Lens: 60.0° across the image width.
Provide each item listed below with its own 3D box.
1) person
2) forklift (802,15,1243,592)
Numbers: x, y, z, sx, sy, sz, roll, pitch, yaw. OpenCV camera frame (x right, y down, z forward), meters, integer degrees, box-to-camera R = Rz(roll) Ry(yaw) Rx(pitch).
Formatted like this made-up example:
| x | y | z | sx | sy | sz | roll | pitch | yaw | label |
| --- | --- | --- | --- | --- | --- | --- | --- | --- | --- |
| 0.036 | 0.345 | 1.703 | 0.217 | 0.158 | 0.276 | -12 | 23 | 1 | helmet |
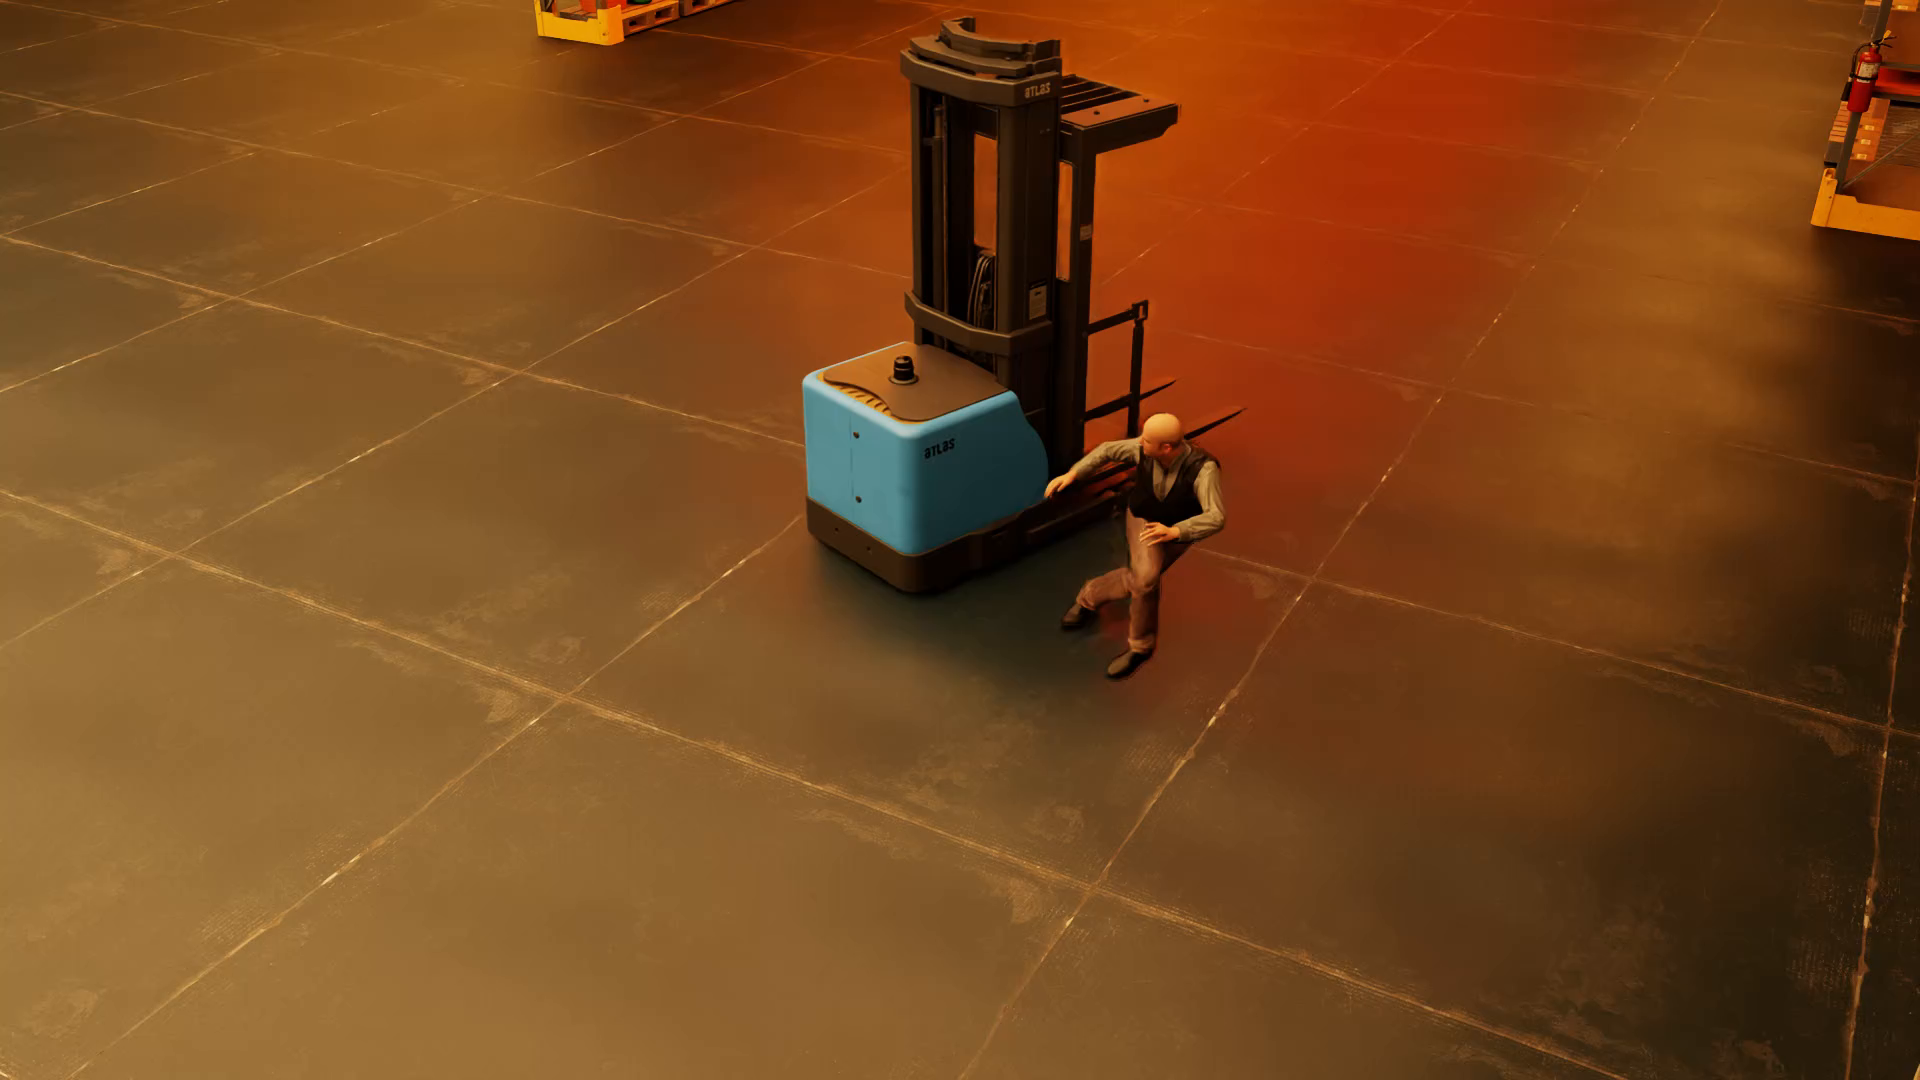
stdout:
| x | y | z | sx | sy | sz | roll | pitch | yaw | label |
| --- | --- | --- | --- | --- | --- | --- | --- | --- | --- |
| 0.884 | -0.009 | 8.514 | 0.960 | 1.476 | 0.928 | 8 | 31 | 13 | person |
| 0.527 | -1.583 | 9.814 | 3.031 | 2.935 | 1.130 | -23 | 37 | -35 | forklift |
